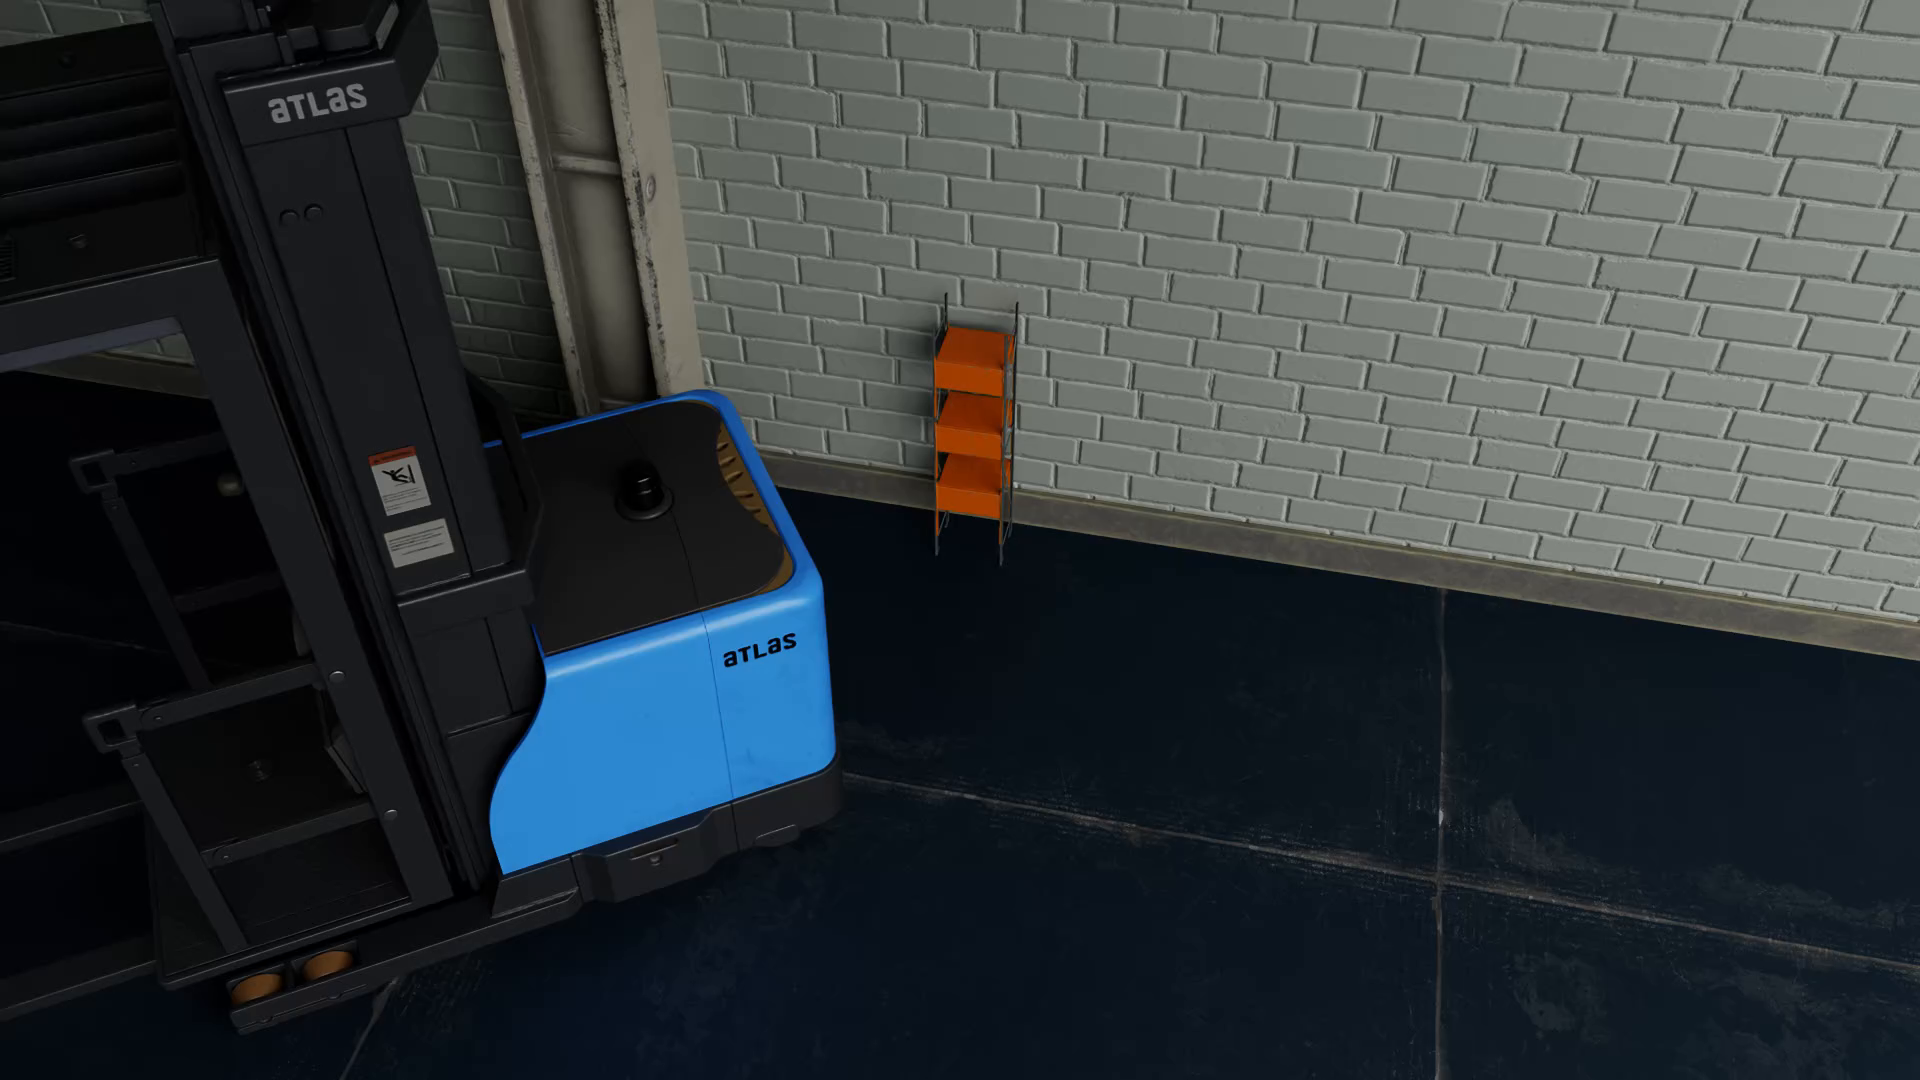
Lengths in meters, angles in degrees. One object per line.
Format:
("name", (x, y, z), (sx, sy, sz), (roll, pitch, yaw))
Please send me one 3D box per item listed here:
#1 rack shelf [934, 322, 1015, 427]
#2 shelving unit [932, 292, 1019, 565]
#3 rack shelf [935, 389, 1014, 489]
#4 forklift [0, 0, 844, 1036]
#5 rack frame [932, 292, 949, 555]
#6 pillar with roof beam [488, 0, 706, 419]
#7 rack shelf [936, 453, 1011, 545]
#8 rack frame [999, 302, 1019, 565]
("rack shelf", (0.052, -0.567, 5.688), (0.240, 0.259, 0.215), (9, 45, 9))
("shelving unit", (0.052, -0.370, 5.877), (0.252, 1.050, 0.215), (9, 45, 9))
("rack shelf", (0.052, -0.363, 5.885), (0.240, 0.259, 0.215), (9, 45, 9))
("forklift", (-1.935, -0.070, 4.209), (3.031, 2.935, 1.130), (-16, 46, -16))
("rack frame", (-0.067, -0.389, 5.897), (0.008, 1.050, 0.200), (9, 45, 9))
("pillar with roof beam", (-2.122, -0.527, 0.309), (0.400, 9.000, 9.100), (9, 45, 9))
("rack shelf", (0.052, -0.162, 6.078), (0.240, 0.259, 0.215), (9, 45, 9))
("rack frame", (0.171, -0.352, 5.858), (0.008, 1.050, 0.200), (9, 45, 9))
